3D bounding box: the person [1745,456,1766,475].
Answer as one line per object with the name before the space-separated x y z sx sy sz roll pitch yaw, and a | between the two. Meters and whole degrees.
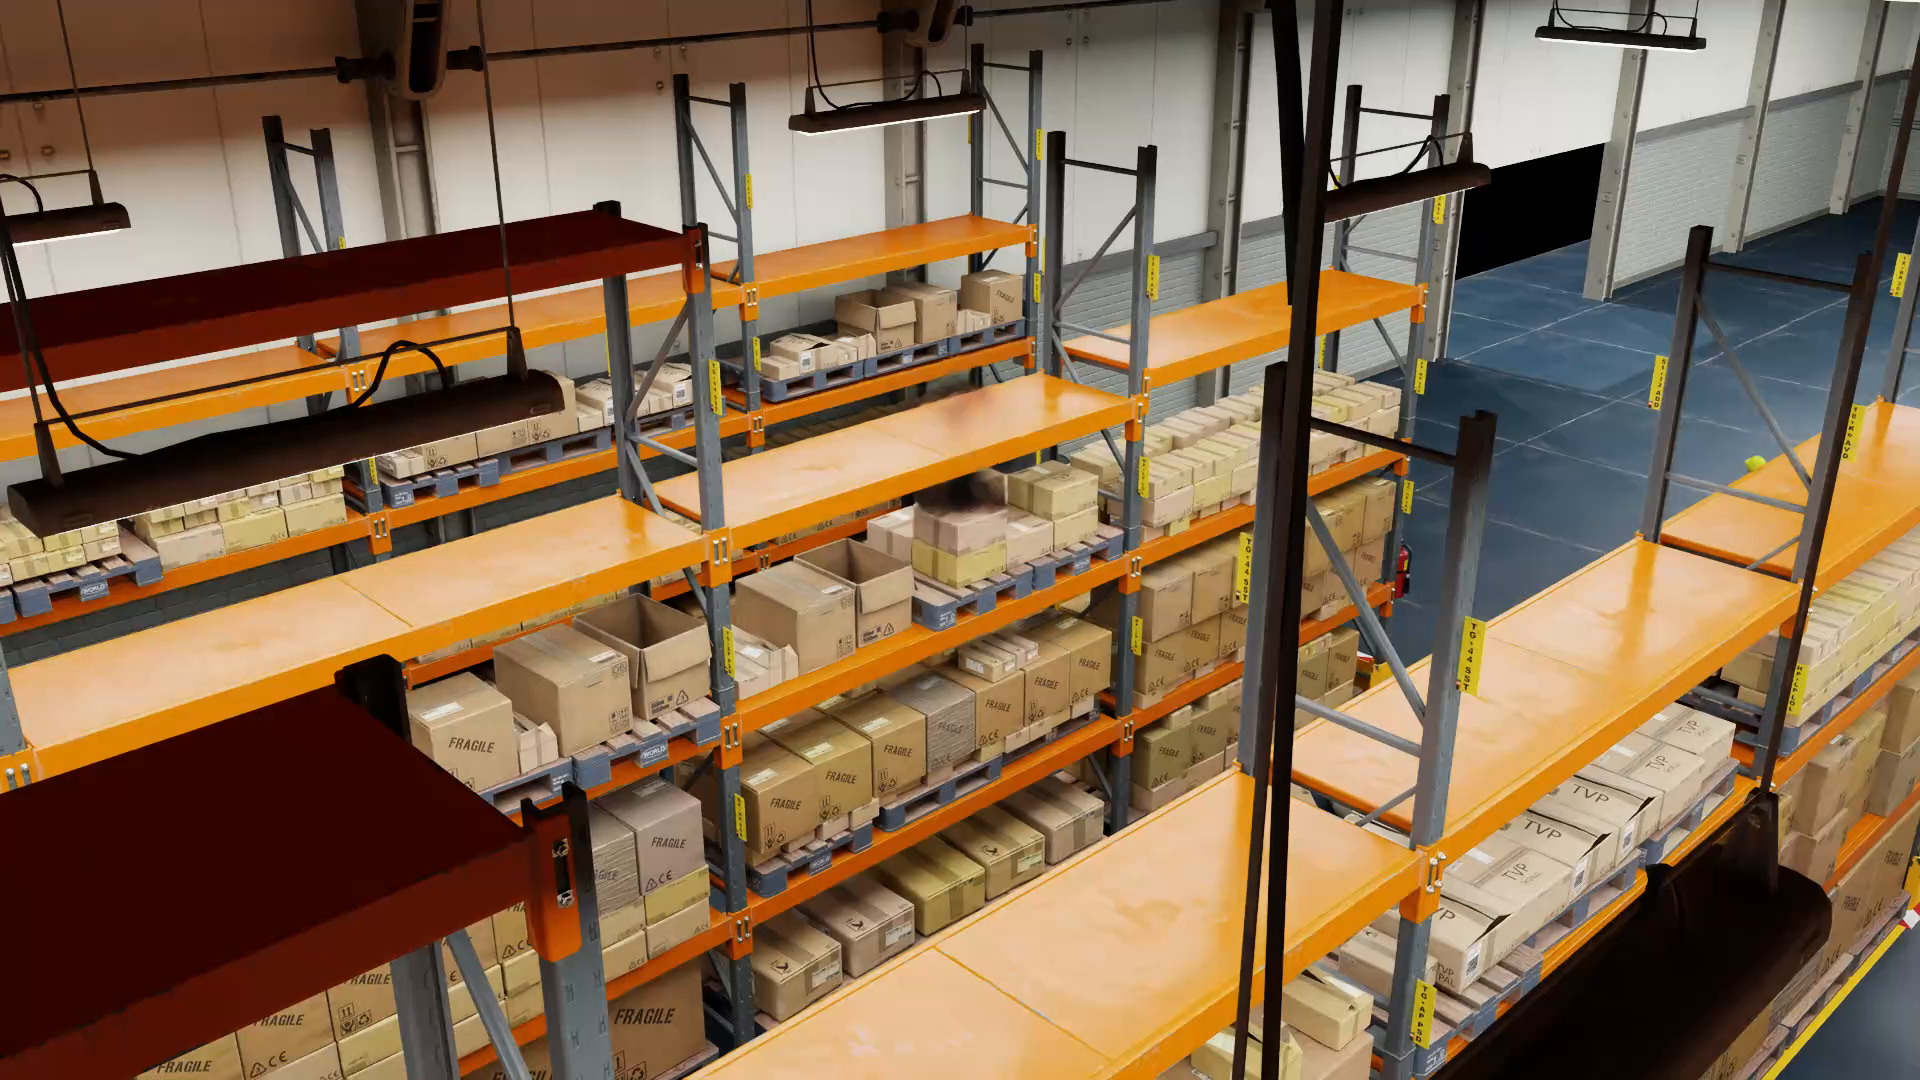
person | 8.916 -0.148 18.929 0.701 1.723 0.587 0 22 1
